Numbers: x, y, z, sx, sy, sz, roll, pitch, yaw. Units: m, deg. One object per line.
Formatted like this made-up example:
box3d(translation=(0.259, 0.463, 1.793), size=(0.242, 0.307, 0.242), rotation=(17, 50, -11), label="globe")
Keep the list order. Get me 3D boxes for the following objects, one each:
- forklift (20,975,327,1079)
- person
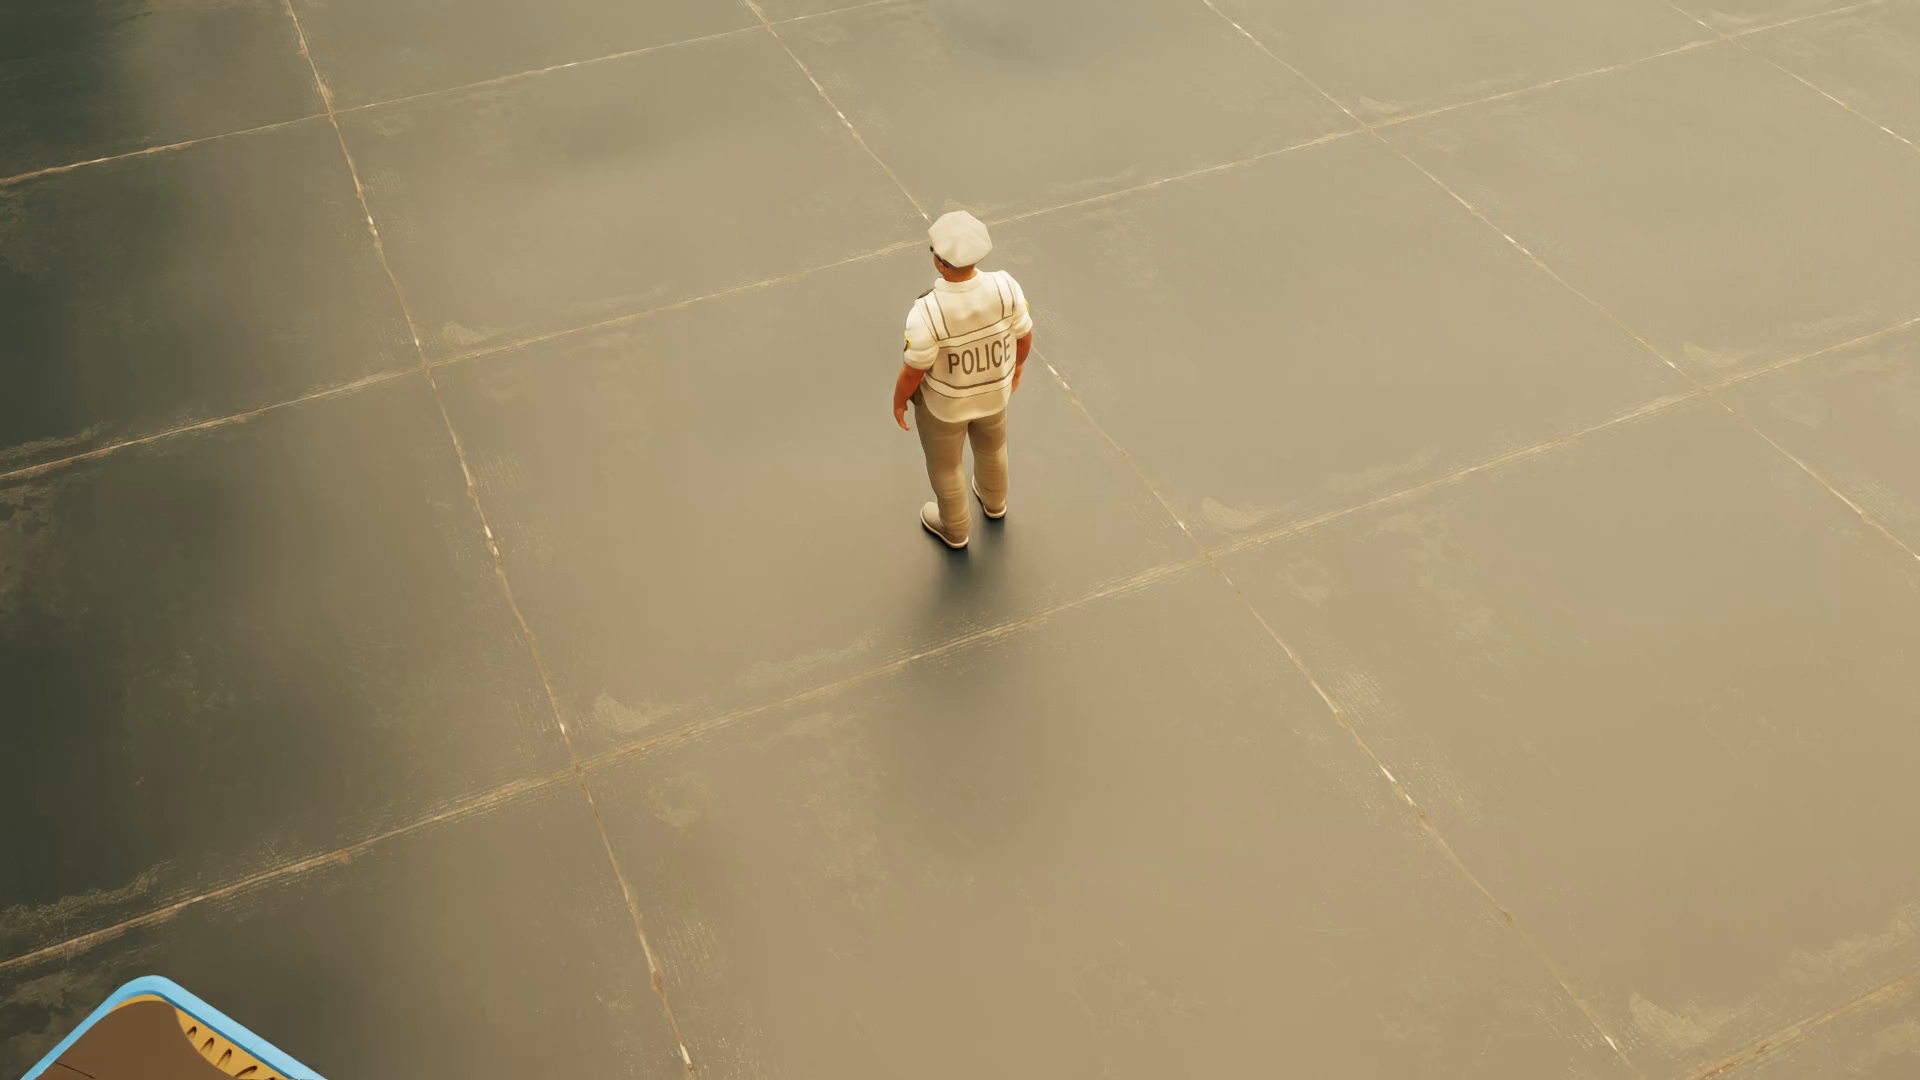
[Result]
box3d(translation=(-2.738, 2.011, 3.526), size=(1.130, 2.935, 3.031), rotation=(22, 47, 22), label="forklift")
box3d(translation=(-0.021, -0.707, 7.272), size=(0.640, 1.778, 0.575), rotation=(-18, 46, -18), label="person")
